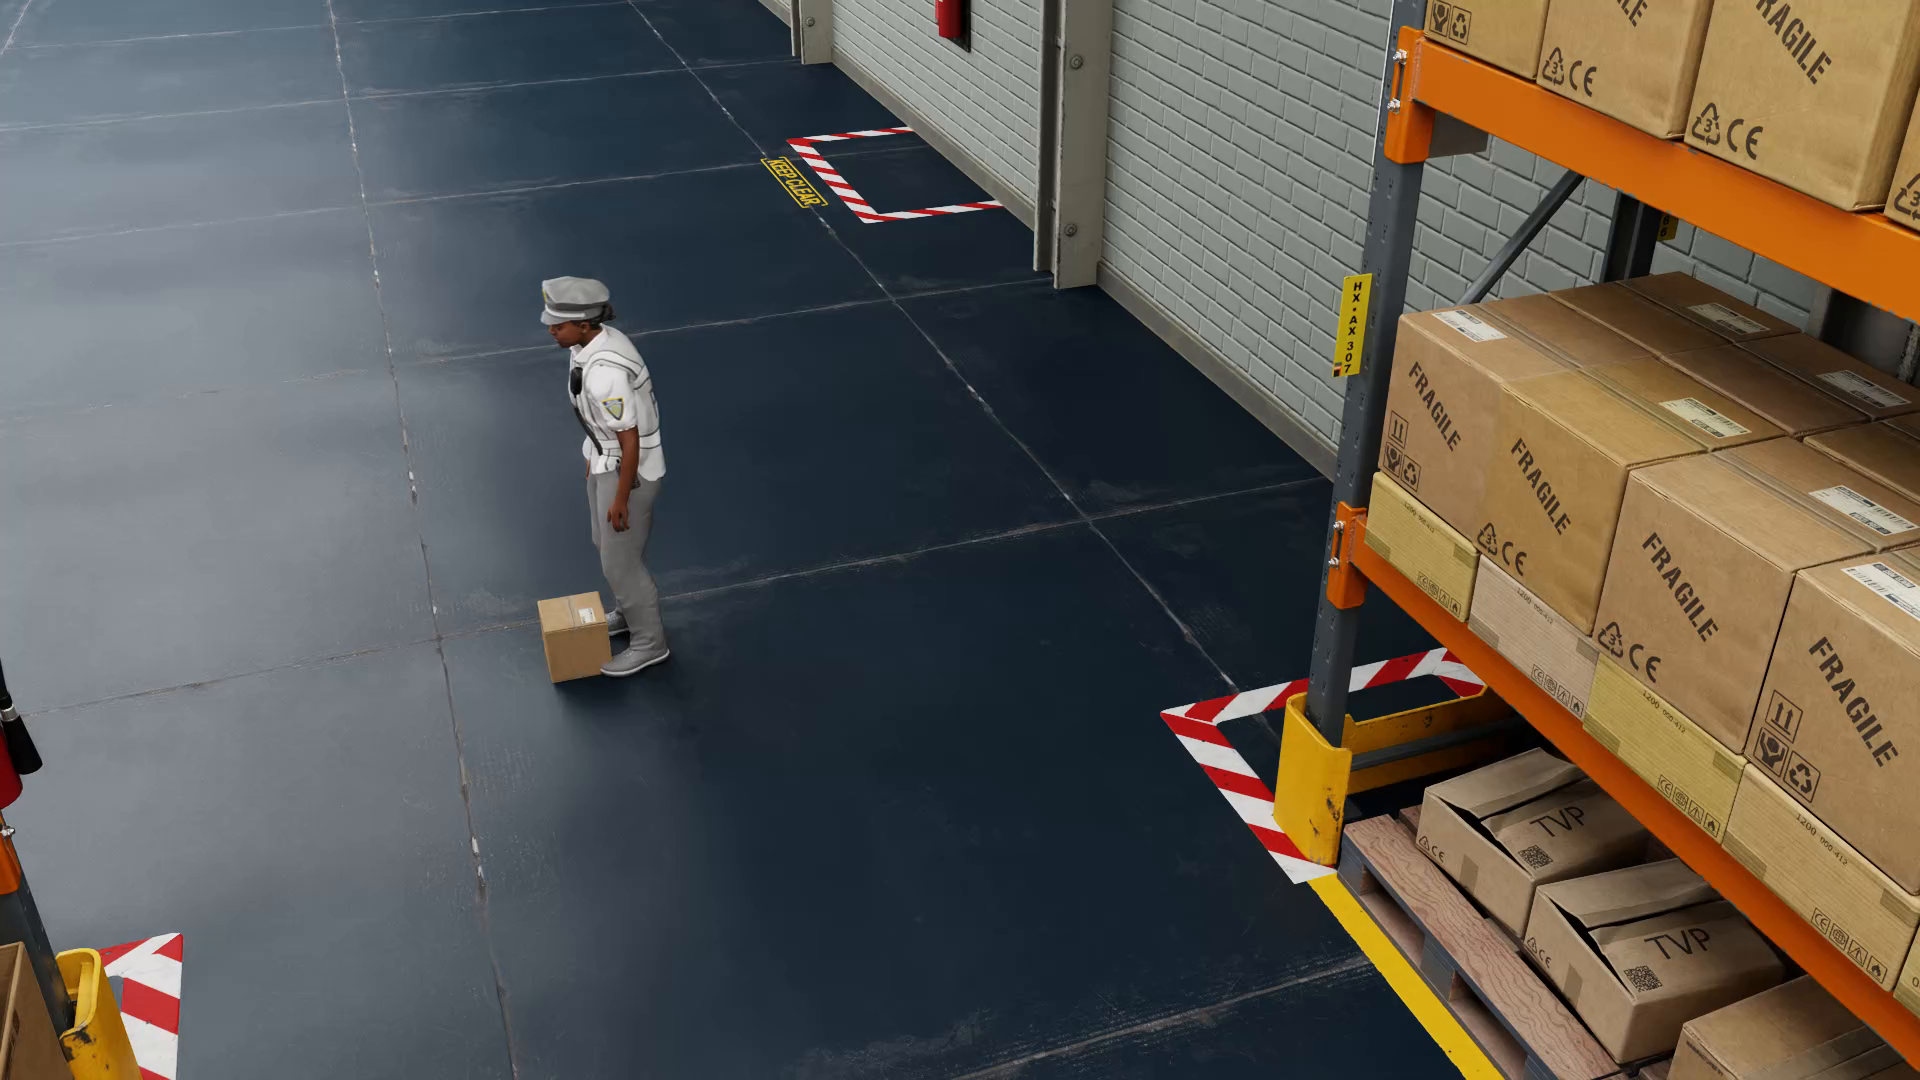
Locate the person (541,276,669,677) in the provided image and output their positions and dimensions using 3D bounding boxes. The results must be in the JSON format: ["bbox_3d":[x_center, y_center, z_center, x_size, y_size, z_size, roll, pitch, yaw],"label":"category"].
[{"bbox_3d":[-1.372,-0.256,6.574,0.400,1.658,0.518,-11,32,-18],"label":"person"}]
